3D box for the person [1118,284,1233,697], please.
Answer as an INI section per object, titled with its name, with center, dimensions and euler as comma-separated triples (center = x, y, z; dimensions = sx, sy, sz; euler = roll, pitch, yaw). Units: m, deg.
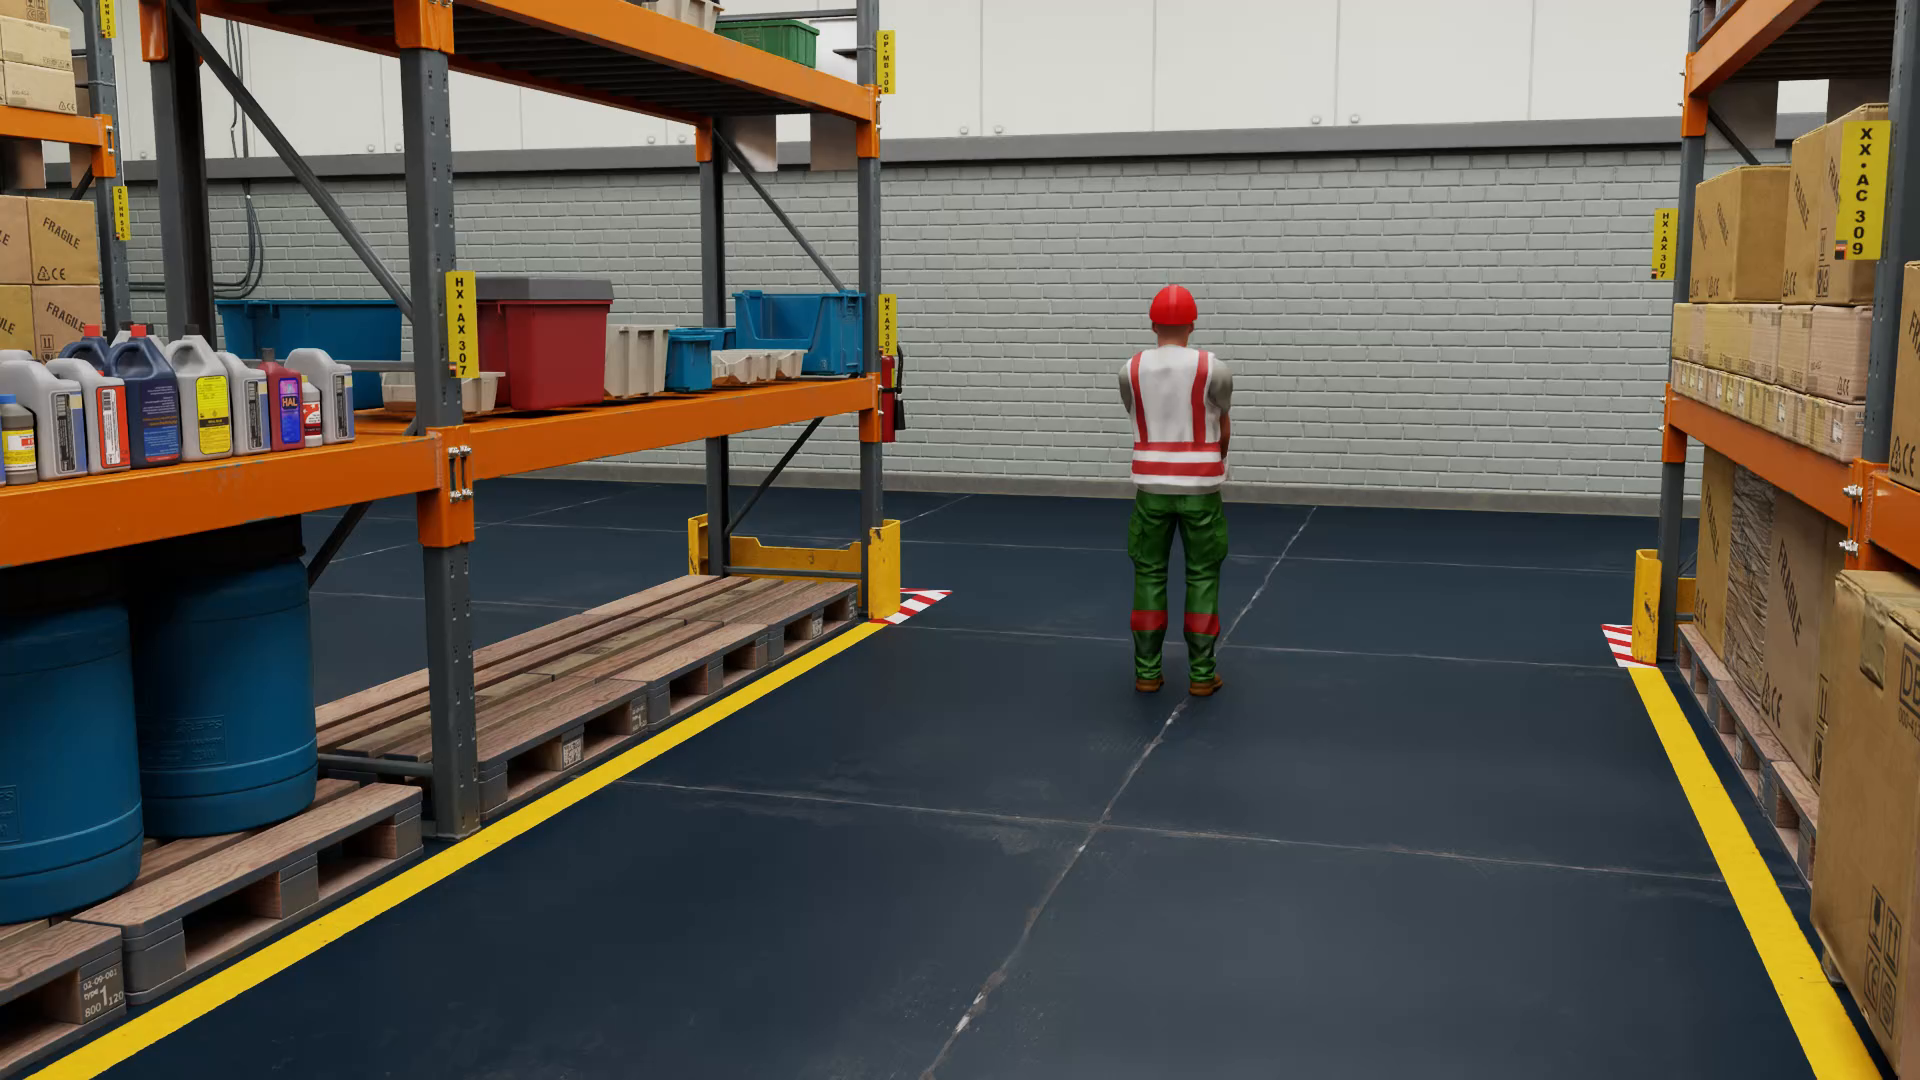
[person]
center = 0.966, -0.230, 7.358
dimensions = 0.494, 1.782, 0.560
euler = 3, 9, 17
